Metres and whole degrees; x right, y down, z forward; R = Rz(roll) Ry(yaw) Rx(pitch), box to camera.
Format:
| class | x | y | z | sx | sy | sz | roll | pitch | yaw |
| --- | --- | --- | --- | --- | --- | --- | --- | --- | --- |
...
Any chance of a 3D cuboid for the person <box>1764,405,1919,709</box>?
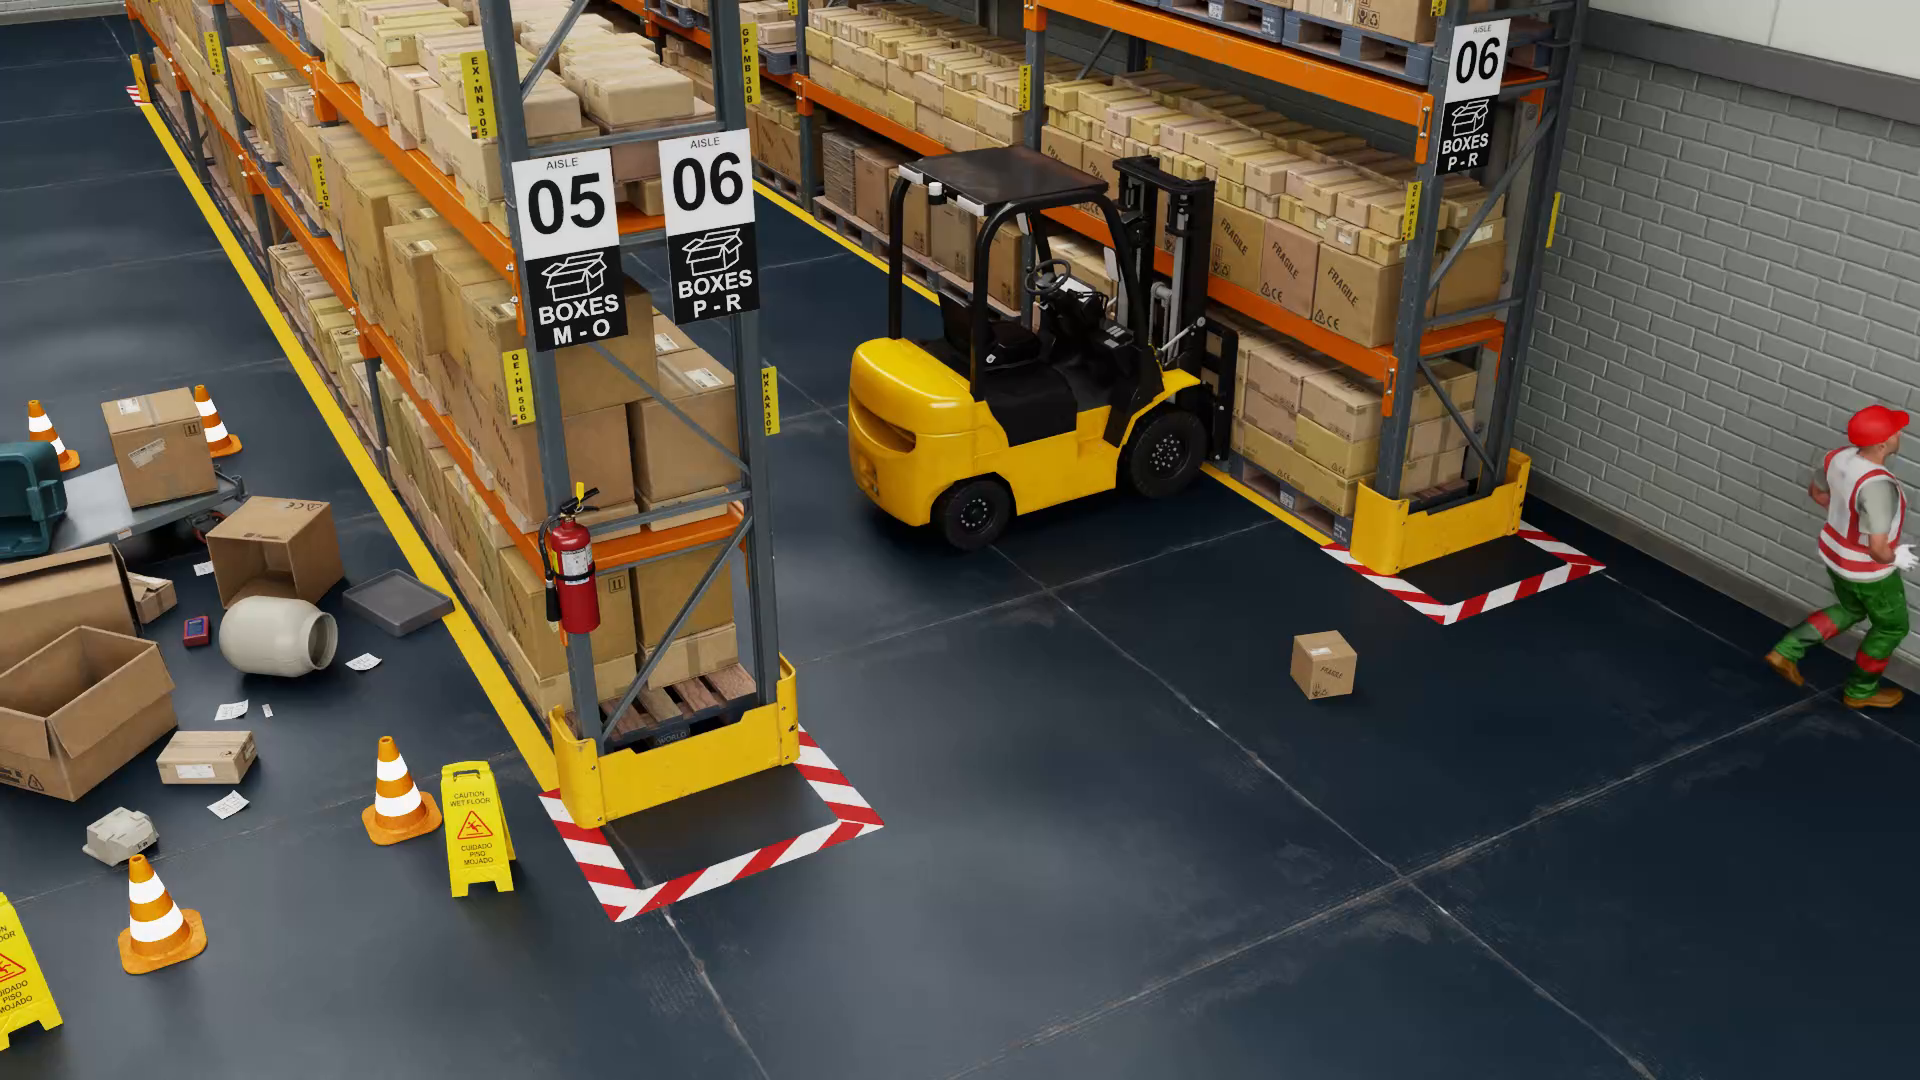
| class | x | y | z | sx | sy | sz | roll | pitch | yaw |
| --- | --- | --- | --- | --- | --- | --- | --- | --- | --- |
| person | 4.620 | 0.109 | 8.405 | 0.713 | 1.724 | 0.680 | -1 | 29 | -2 |
